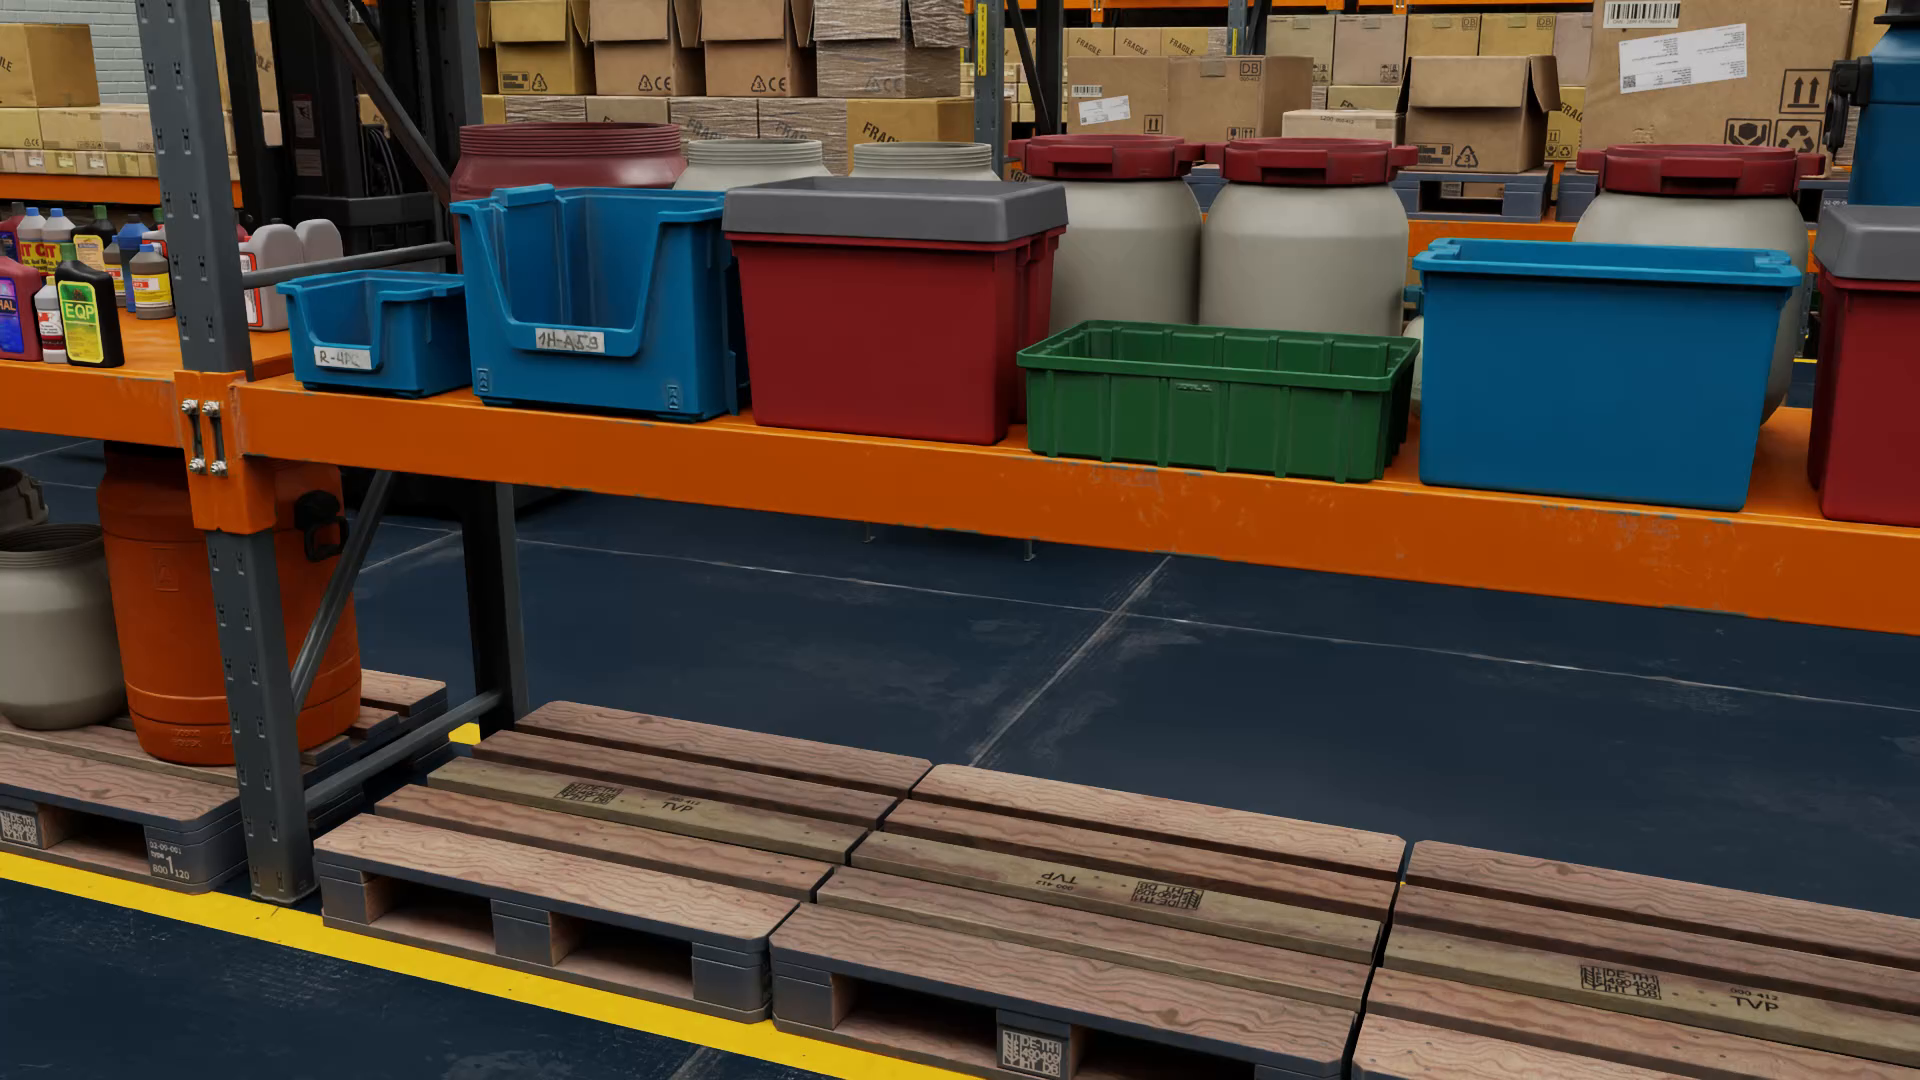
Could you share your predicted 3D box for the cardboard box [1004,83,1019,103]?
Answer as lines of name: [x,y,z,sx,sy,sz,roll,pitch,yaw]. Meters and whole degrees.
cardboard box: [0.393,-3.523,13.094,0.250,0.149,0.380,7,18,22]

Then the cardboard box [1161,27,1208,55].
cardboard box: [2.426,-5.146,17.546,0.500,0.500,0.500,6,17,21]

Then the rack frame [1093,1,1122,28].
rack frame: [2.039,-6.227,23.242,0.127,3.000,1.000,6,17,21]

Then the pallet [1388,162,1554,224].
pallet: [2.163,-1.676,7.909,1.213,0.211,1.003,6,17,21]

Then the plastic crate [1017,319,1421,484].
plastic crate: [0.487,-0.269,3.100,0.662,0.188,0.450,6,17,21]

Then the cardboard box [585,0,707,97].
cardboard box: [-1.599,-2.703,9.124,0.637,0.503,0.797,7,18,22]

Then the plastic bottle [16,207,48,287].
plastic bottle: [-2.752,-0.855,4.969,0.097,0.271,0.097,0,16,0]

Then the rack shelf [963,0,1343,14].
rack shelf: [2.082,-5.829,17.784,4.000,0.370,1.077,6,17,21]

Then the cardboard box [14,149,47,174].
cardboard box: [-5.729,-2.405,10.527,0.250,0.149,0.380,6,17,20]

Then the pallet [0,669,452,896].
pallet: [-2.259,0.594,4.748,1.213,0.211,1.003,6,17,21]

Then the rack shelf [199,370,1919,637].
rack shelf: [0.350,-0.125,3.514,4.000,0.370,1.077,6,17,21]

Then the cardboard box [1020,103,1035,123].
cardboard box: [0.642,-3.354,13.042,0.250,0.149,0.380,5,17,18]

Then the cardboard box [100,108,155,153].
cardboard box: [-4.879,-2.521,10.213,0.500,0.250,0.500,7,17,22]

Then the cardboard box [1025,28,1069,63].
cardboard box: [1.009,-5.303,18.087,0.500,0.500,0.500,6,17,20]

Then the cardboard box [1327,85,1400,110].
cardboard box: [3.013,-3.116,12.349,0.500,0.500,0.500,6,17,20]

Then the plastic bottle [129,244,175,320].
plastic bottle: [-2.254,-0.721,4.633,0.097,0.201,0.097,0,16,0]

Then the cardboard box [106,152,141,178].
cardboard box: [-5.014,-2.326,10.255,0.250,0.149,0.380,6,17,20]

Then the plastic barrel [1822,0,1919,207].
plastic barrel: [1.962,-0.625,3.046,0.708,0.901,0.600,6,17,21]

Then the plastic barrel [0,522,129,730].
plastic barrel: [-2.530,0.238,4.683,0.421,0.512,0.421,0,16,0]

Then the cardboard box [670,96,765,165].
cardboard box: [-1.189,-2.099,8.843,0.500,0.500,0.500,6,17,19]

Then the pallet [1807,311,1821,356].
pallet: [6.620,-1.389,11.580,1.213,0.211,1.003,6,17,21]

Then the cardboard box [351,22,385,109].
cardboard box: [-3.766,-2.915,10.225,0.500,0.500,0.500,6,17,21]

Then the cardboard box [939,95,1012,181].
cardboard box: [-0.046,-2.128,8.944,0.500,0.500,0.500,7,18,22]

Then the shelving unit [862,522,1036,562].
shelving unit: [0.006,-0.720,6.962,0.755,1.500,0.431,6,17,21]

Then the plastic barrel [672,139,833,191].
plastic barrel: [-0.475,-0.679,3.931,0.421,0.512,0.421,0,16,0]

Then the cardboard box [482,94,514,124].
cardboard box: [-2.610,-2.254,9.377,0.500,0.500,0.500,6,17,21]

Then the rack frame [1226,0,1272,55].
rack frame: [2.220,-3.236,12.939,0.127,3.000,1.000,6,17,21]

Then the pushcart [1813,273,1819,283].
pushcart: [6.874,-2.265,14.298,0.936,0.377,1.648,0,16,1]

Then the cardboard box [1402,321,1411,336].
cardboard box: [1.988,-0.797,8.235,0.500,0.500,0.700,8,18,25]

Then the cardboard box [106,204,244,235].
cardboard box: [-4.836,-1.730,10.812,0.875,0.875,0.875,6,17,21]

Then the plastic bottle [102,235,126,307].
plastic bottle: [-2.447,-0.788,4.863,0.097,0.201,0.097,0,16,0]

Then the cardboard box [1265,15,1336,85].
cardboard box: [2.634,-3.715,12.619,0.500,0.500,0.700,6,17,20]

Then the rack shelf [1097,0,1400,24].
rack shelf: [3.900,-7.117,22.219,4.000,0.370,1.077,6,17,21]

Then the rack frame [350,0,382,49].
rack frame: [-3.414,-2.369,9.953,0.127,3.000,1.000,6,17,21]

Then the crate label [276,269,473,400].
crate label: [-1.256,-0.454,3.659,0.416,0.233,0.303,6,17,21]

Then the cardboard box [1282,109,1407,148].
cardboard box: [1.781,-1.858,7.710,0.500,0.250,0.500,6,17,19]

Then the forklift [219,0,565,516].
forklift: [-3.184,-1.757,7.969,3.031,2.935,1.130,7,18,22]

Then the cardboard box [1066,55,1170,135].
cardboard box: [0.824,-2.164,8.316,0.500,0.500,0.500,4,17,14]

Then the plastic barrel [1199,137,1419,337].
plastic barrel: [0.718,-0.561,3.482,0.433,0.535,0.433,0,16,0]

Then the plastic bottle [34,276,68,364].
plastic bottle: [-2.144,-0.527,3.965,0.097,0.201,0.097,0,16,0]

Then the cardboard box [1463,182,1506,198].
cardboard box: [6.946,-4.747,21.650,0.625,0.625,0.875,7,18,22]

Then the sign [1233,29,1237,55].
sign: [2.030,-3.612,12.300,0.005,0.325,0.100,6,17,21]

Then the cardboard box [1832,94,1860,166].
cardboard box: [6.289,-2.864,11.389,0.550,0.550,0.875,6,17,21]

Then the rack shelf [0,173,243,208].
rack shelf: [-5.275,-2.228,10.758,4.000,0.370,1.077,6,17,21]

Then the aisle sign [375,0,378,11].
aisle sign: [-5.400,-5.232,15.153,0.004,0.787,0.394,6,17,21]

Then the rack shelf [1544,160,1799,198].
rack shelf: [4.081,-2.686,12.335,4.000,0.370,1.077,6,17,21]

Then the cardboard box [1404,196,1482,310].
cardboard box: [3.568,-2.183,12.594,0.750,0.750,1.050,7,17,21]

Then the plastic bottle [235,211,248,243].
plastic bottle: [-2.084,-0.793,4.733,0.133,0.283,0.061,6,17,21]

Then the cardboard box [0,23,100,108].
cardboard box: [-5.839,-2.987,10.474,0.500,0.500,0.500,6,17,19]

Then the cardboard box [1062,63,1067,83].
cardboard box: [0.870,-3.613,12.869,0.250,0.149,0.380,7,18,22]

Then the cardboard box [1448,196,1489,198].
cardboard box: [5.154,-3.336,17.244,0.625,0.372,0.950,6,17,20]

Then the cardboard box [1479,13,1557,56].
cardboard box: [4.059,-3.560,12.083,0.500,0.500,0.700,6,17,20]

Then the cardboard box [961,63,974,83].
cardboard box: [0.152,-3.693,13.146,0.250,0.149,0.380,7,18,22]

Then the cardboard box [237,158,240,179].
cardboard box: [-4.058,-2.221,9.893,0.250,0.149,0.380,7,17,22]

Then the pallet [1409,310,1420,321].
pallet: [4.057,-1.671,12.551,1.213,0.211,1.003,6,17,21]
